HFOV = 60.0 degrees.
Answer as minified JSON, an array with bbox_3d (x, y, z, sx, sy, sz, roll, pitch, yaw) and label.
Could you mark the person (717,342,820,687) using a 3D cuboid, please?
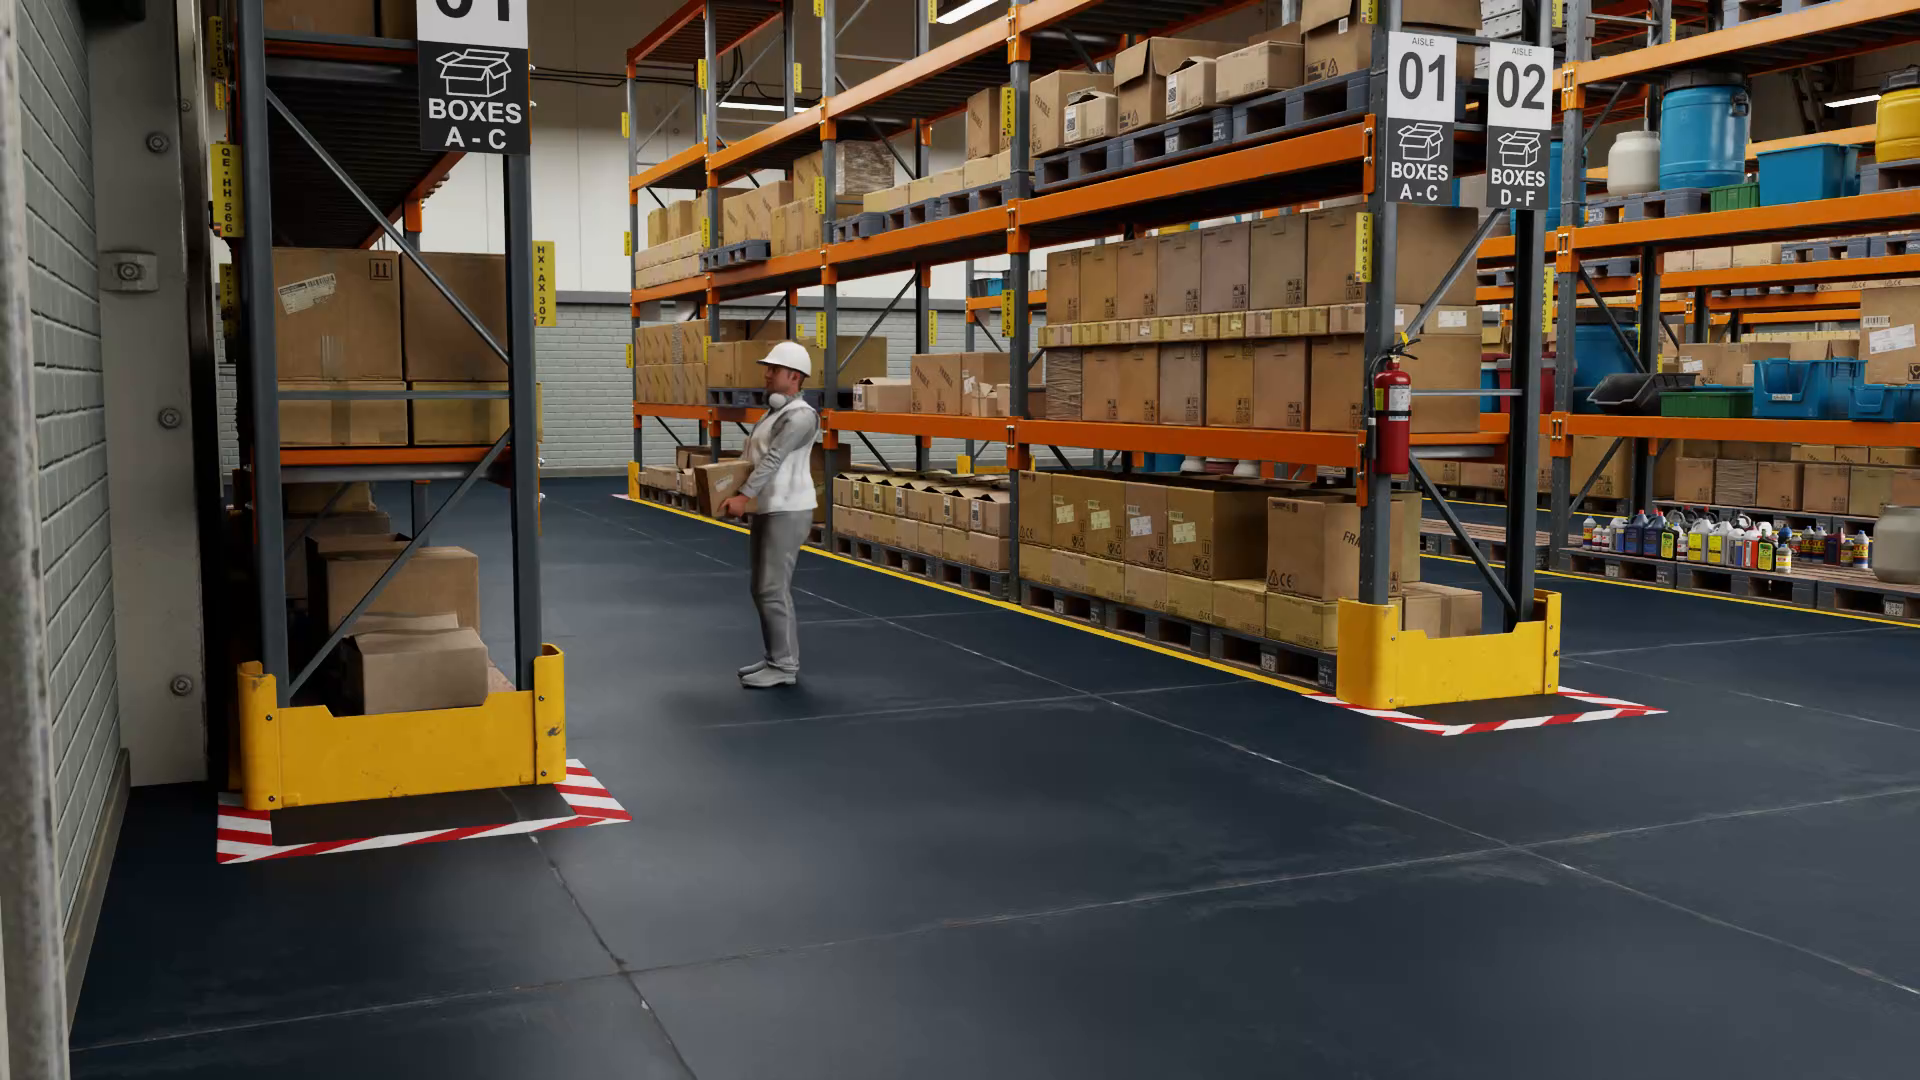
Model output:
[{"bbox_3d":[-1.020,-0.135,8.595,0.546,1.765,0.494,-2,6,-23],"label":"person"}]
